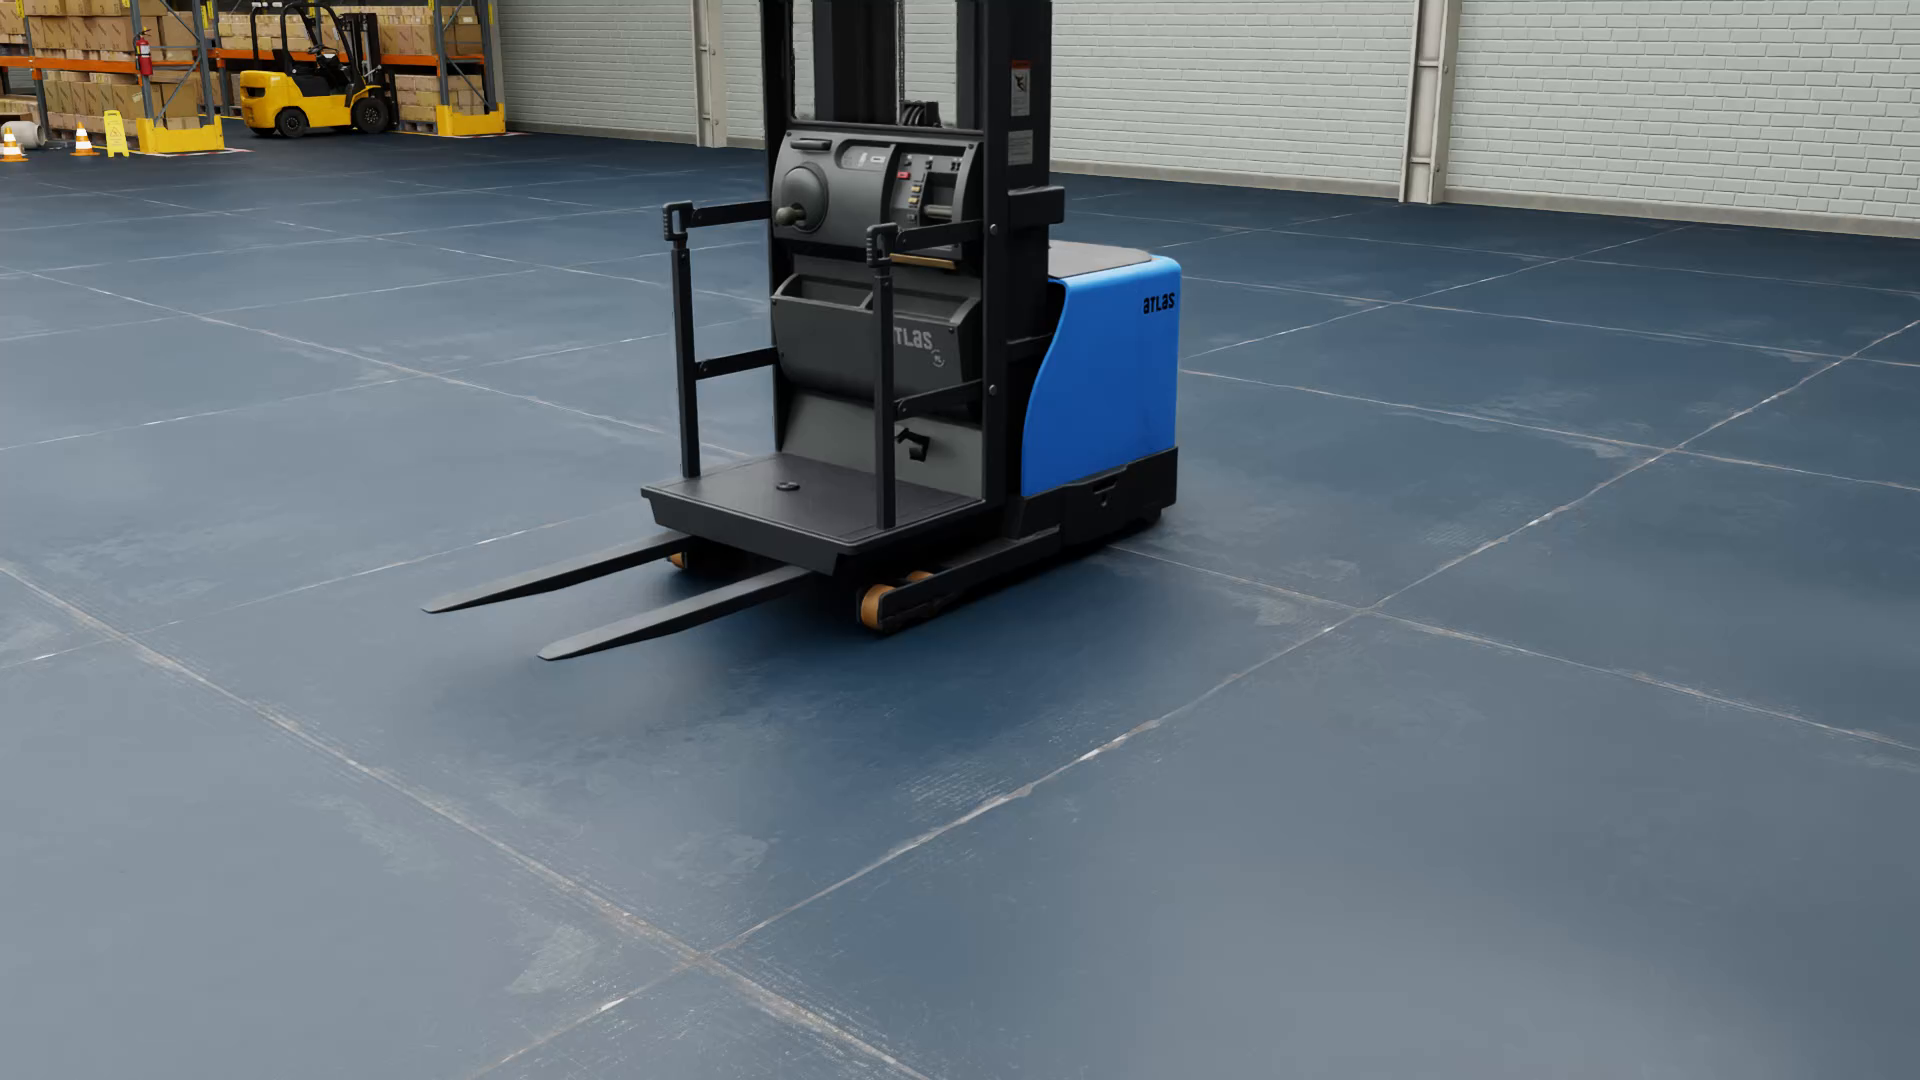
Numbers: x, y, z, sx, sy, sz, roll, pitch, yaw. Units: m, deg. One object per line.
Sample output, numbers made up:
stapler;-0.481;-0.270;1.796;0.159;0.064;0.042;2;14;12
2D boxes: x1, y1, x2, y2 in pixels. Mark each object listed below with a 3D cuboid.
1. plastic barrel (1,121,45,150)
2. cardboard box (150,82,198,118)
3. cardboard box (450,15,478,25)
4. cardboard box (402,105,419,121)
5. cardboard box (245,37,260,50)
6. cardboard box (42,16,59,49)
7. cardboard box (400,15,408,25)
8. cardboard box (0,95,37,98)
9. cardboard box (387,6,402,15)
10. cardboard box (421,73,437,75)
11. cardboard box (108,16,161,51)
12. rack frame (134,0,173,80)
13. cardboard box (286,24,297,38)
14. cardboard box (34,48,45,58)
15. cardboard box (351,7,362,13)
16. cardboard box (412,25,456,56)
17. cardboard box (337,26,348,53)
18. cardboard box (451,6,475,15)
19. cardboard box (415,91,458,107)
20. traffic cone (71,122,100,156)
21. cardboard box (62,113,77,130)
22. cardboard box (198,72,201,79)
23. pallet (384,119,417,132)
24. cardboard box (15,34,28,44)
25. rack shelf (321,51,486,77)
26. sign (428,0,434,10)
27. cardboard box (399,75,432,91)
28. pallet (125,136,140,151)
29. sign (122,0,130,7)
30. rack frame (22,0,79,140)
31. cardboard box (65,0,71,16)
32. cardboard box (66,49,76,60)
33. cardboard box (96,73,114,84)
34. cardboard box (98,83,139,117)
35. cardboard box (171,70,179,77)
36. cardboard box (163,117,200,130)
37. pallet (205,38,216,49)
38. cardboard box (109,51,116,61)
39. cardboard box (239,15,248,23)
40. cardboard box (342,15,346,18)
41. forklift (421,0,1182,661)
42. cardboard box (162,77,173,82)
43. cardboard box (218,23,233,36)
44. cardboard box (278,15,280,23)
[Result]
plastic barrel;-14.275;-6.165;25.337;0.512;0.421;0.421;-3;18;-8
cardboard box;-12.164;-6.797;25.681;0.500;0.500;0.500;14;22;37
cardboard box;-8.515;-8.928;28.547;0.250;0.149;0.380;14;23;38
cardboard box;-9.360;-7.459;29.007;0.500;0.250;0.500;15;23;39
cardboard box;-13.485;-9.631;32.248;0.500;0.250;0.500;14;22;38
cardboard box;-14.182;-8.066;26.413;0.500;0.500;0.500;15;23;39
cardboard box;-9.421;-8.970;28.681;0.250;0.149;0.380;15;23;39
cardboard box;-16.736;-7.613;29.290;0.625;0.372;0.950;14;23;38
cardboard box;-9.666;-9.150;28.756;0.250;0.149;0.380;16;23;41
cardboard box;-9.411;-8.152;29.539;0.500;0.250;0.500;15;23;39
cardboard box;-12.314;-7.557;24.807;0.500;0.500;0.500;15;23;38
rack frame;-17.409;-10.854;35.853;0.127;3.000;1.000;15;23;39
cardboard box;-12.352;-9.557;31.188;0.500;0.250;0.500;14;23;38
cardboard box;-14.695;-7.868;26.861;0.250;0.149;0.380;15;23;39
cardboard box;-10.595;-9.413;29.583;0.250;0.149;0.380;15;23;38
cardboard box;-8.976;-8.531;28.370;0.500;0.500;0.500;14;23;38
cardboard box;-10.866;-9.046;29.992;0.500;0.500;0.500;16;23;40
cardboard box;-8.543;-9.059;28.468;0.250;0.149;0.380;14;23;38
cardboard box;-9.005;-7.599;28.623;0.500;0.250;0.500;15;23;39
traffic cone;-12.903;-5.906;24.456;0.334;0.463;0.336;15;23;39
cardboard box;-14.049;-6.729;26.708;0.500;0.250;0.500;17;24;42
cardboard box;-15.347;-9.521;34.019;0.250;0.149;0.380;14;22;37
pallet;-9.942;-7.504;29.909;1.213;0.211;1.003;15;23;39
cardboard box;-15.285;-8.245;27.354;0.250;0.149;0.380;15;23;40
rack shelf;-9.930;-8.503;29.635;4.000;0.370;1.077;15;23;39
sign;-8.804;-8.989;27.672;0.005;0.325;0.100;15;23;39
cardboard box;-9.371;-7.934;28.850;0.500;0.250;0.500;16;23;40
pallet;-12.367;-6.178;25.729;1.213;0.211;1.003;15;23;39
sign;-12.109;-7.902;24.114;0.005;0.325;0.100;15;23;39
rack frame;-14.717;-8.124;27.251;0.127;3.000;1.000;15;23;39
cardboard box;-13.357;-8.354;25.666;0.500;0.500;0.700;15;23;39
cardboard box;-13.744;-7.609;26.045;0.250;0.149;0.380;15;23;40
cardboard box;-13.003;-7.088;25.528;0.250;0.149;0.380;16;23;40
cardboard box;-12.890;-6.774;25.608;0.500;0.500;0.500;16;24;41
cardboard box;-16.299;-9.792;34.872;0.250;0.149;0.380;16;24;41
cardboard box;-12.145;-6.435;25.780;0.500;0.250;0.500;15;23;39
pallet;-14.971;-10.079;33.730;1.003;0.211;1.213;15;23;39
cardboard box;-12.588;-7.310;25.101;0.250;0.149;0.380;15;23;38
cardboard box;-13.761;-10.128;32.329;0.250;0.149;0.380;15;23;40
cardboard box;-10.818;-9.317;29.773;0.250;0.149;0.380;16;23;40
forklift;-0.449;-1.252;5.712;1.130;2.935;3.031;15;23;39
cardboard box;-16.421;-9.509;35.053;0.500;0.500;0.500;14;22;38
cardboard box;-14.264;-10.068;32.797;0.500;0.250;0.500;15;23;39
cardboard box;-12.620;-9.821;31.361;0.250;0.149;0.380;14;23;38
